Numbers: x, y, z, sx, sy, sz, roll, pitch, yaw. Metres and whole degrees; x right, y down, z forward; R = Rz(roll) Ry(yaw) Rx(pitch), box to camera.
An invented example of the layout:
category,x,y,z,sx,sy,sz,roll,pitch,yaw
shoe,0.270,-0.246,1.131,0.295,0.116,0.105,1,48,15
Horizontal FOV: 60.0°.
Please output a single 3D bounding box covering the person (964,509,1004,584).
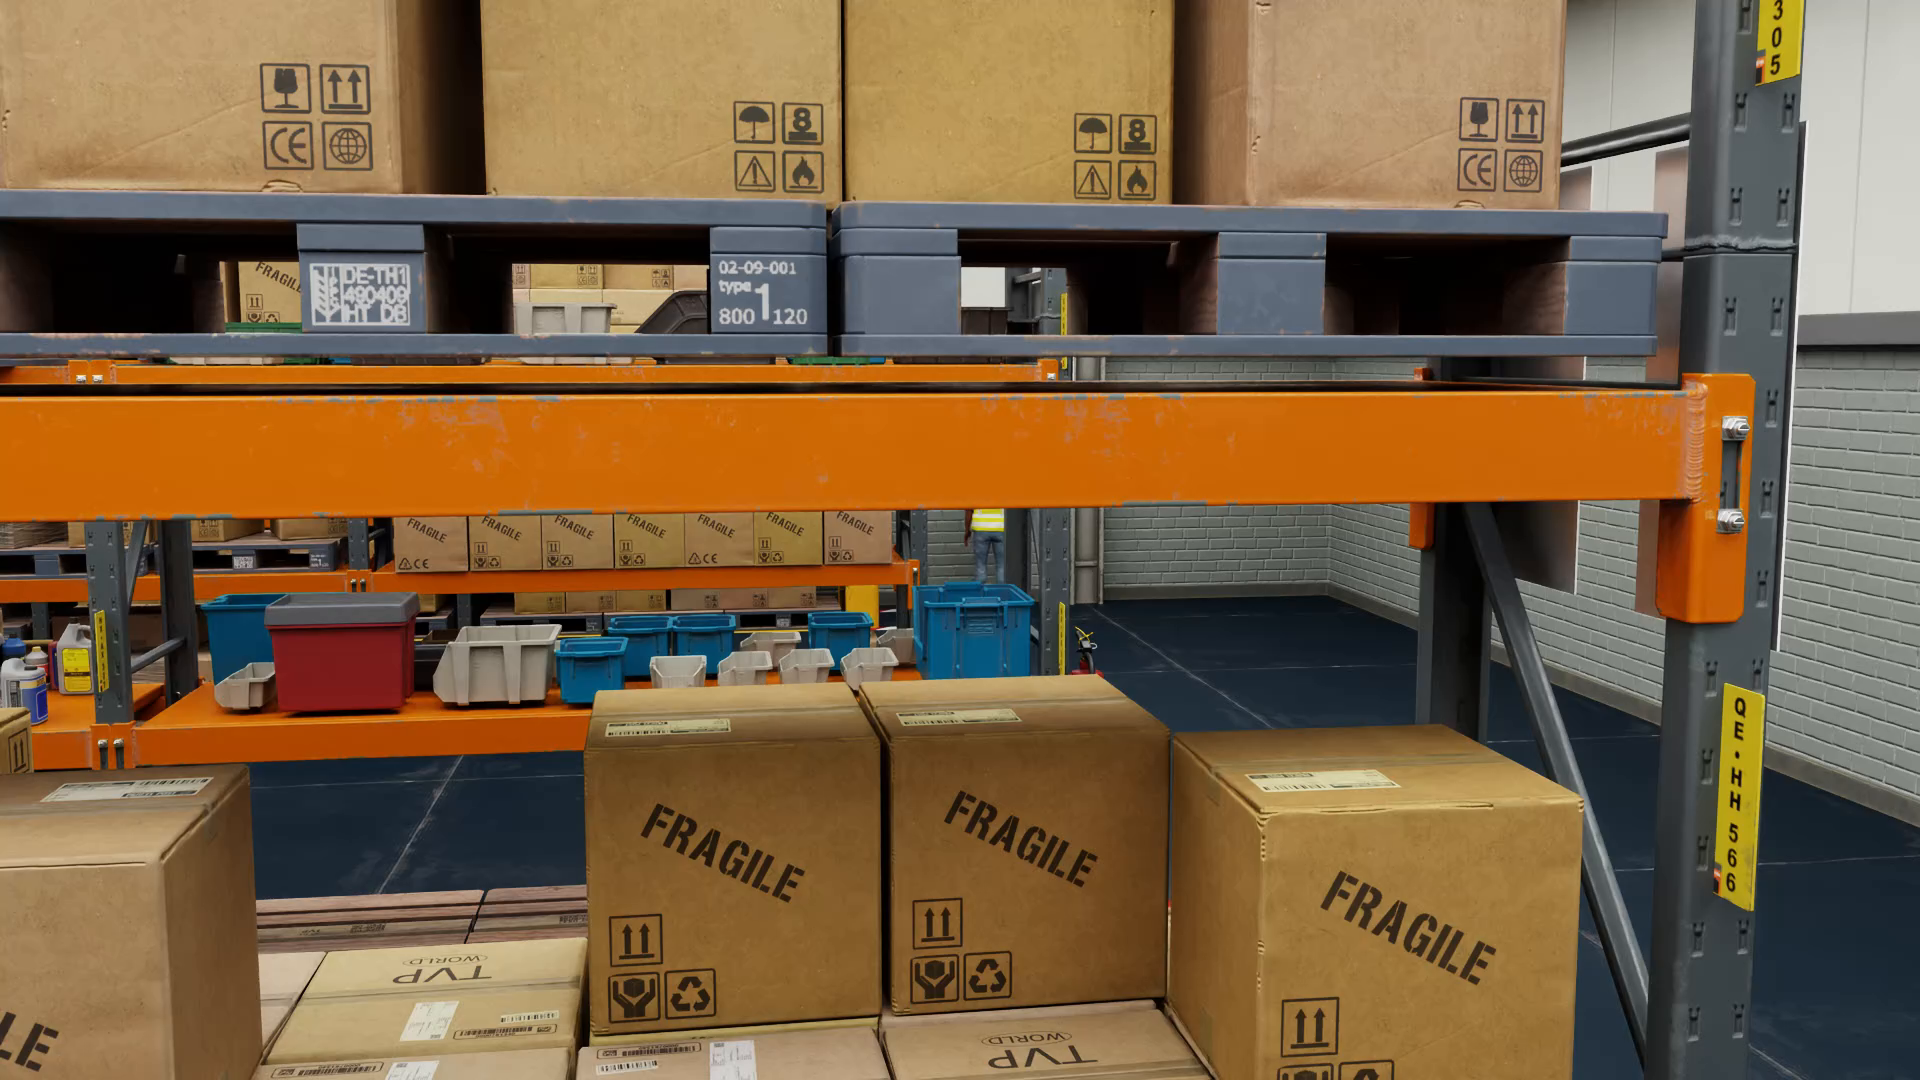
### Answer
category,x,y,z,sx,sy,sz,roll,pitch,yaw
person,0.339,-0.095,18.214,0.595,1.770,0.384,0,6,-4
